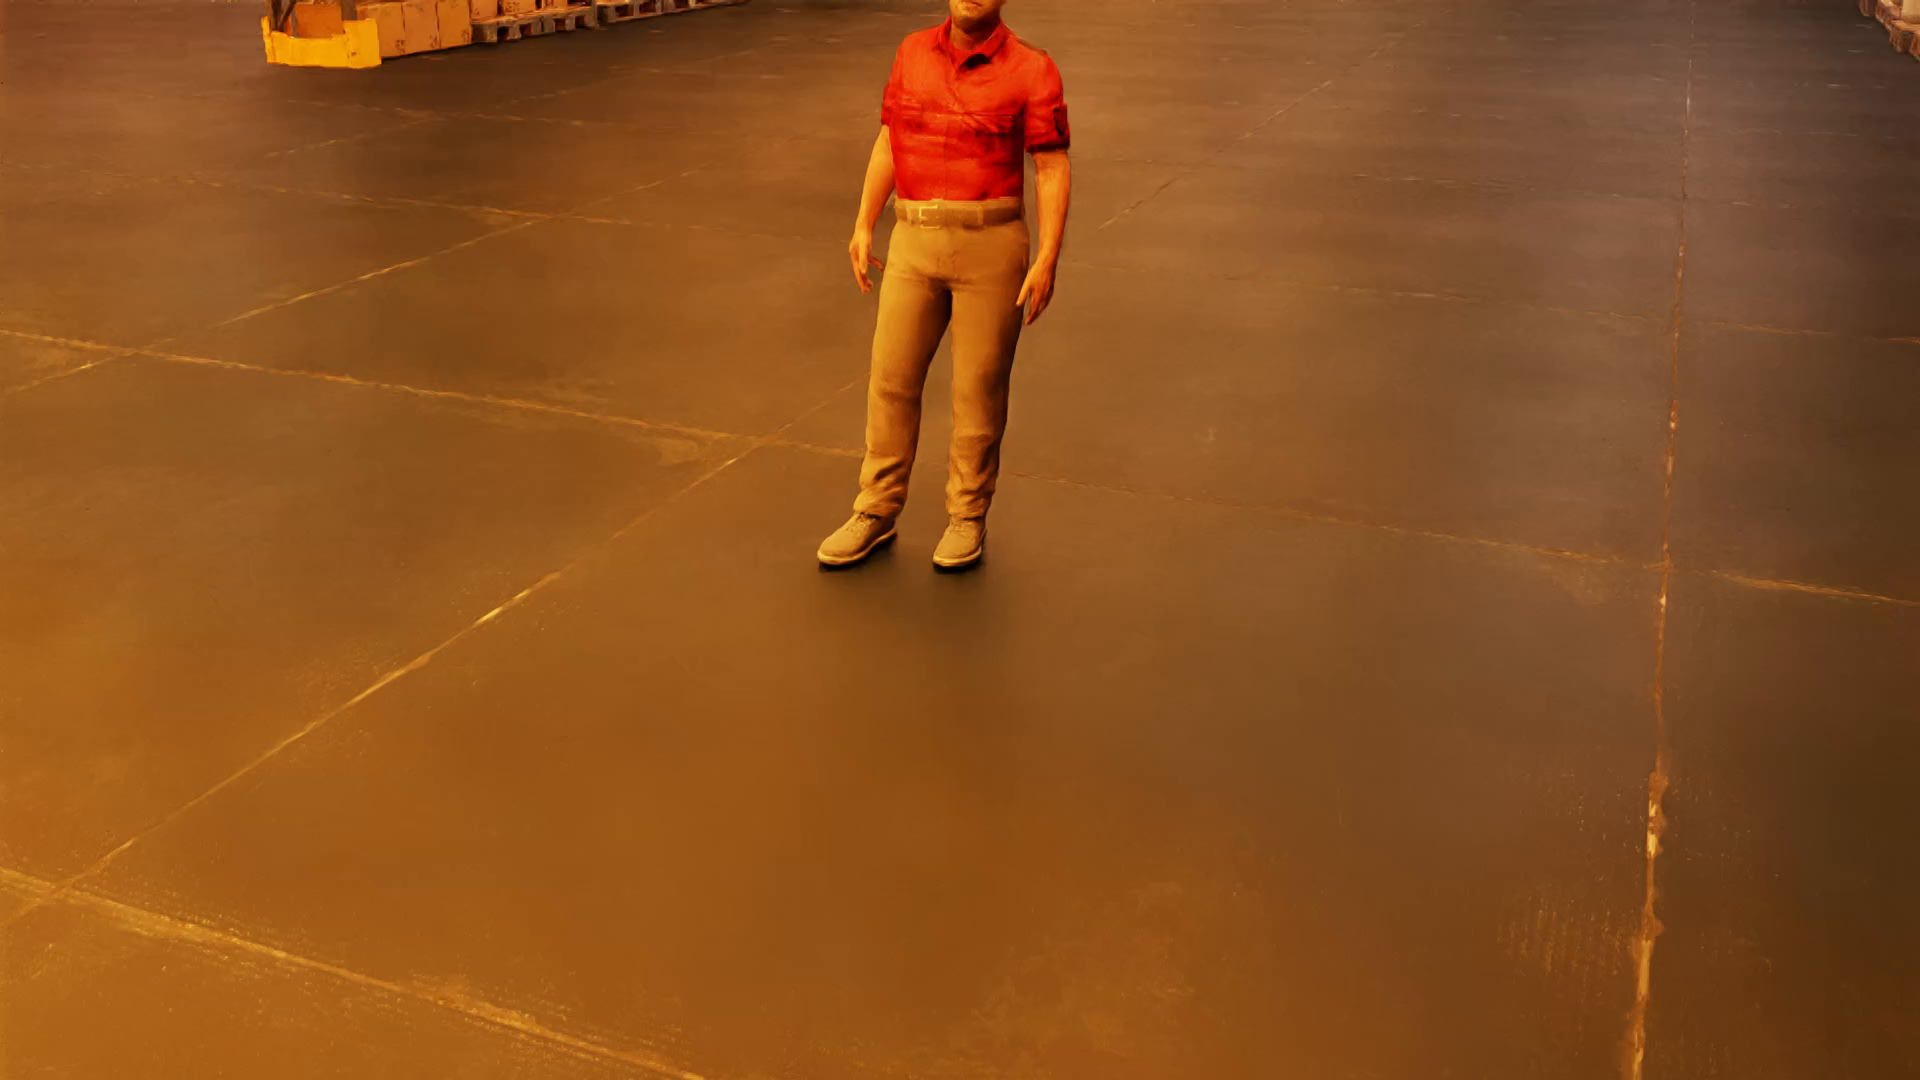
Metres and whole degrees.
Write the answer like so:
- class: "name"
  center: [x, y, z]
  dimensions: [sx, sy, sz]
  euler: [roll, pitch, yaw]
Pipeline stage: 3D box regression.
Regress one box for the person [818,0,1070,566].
- class: "person"
  center: [-0.045, -0.774, 4.684]
  dimensions: [0.640, 1.727, 0.550]
  euler: [9, 24, 21]
